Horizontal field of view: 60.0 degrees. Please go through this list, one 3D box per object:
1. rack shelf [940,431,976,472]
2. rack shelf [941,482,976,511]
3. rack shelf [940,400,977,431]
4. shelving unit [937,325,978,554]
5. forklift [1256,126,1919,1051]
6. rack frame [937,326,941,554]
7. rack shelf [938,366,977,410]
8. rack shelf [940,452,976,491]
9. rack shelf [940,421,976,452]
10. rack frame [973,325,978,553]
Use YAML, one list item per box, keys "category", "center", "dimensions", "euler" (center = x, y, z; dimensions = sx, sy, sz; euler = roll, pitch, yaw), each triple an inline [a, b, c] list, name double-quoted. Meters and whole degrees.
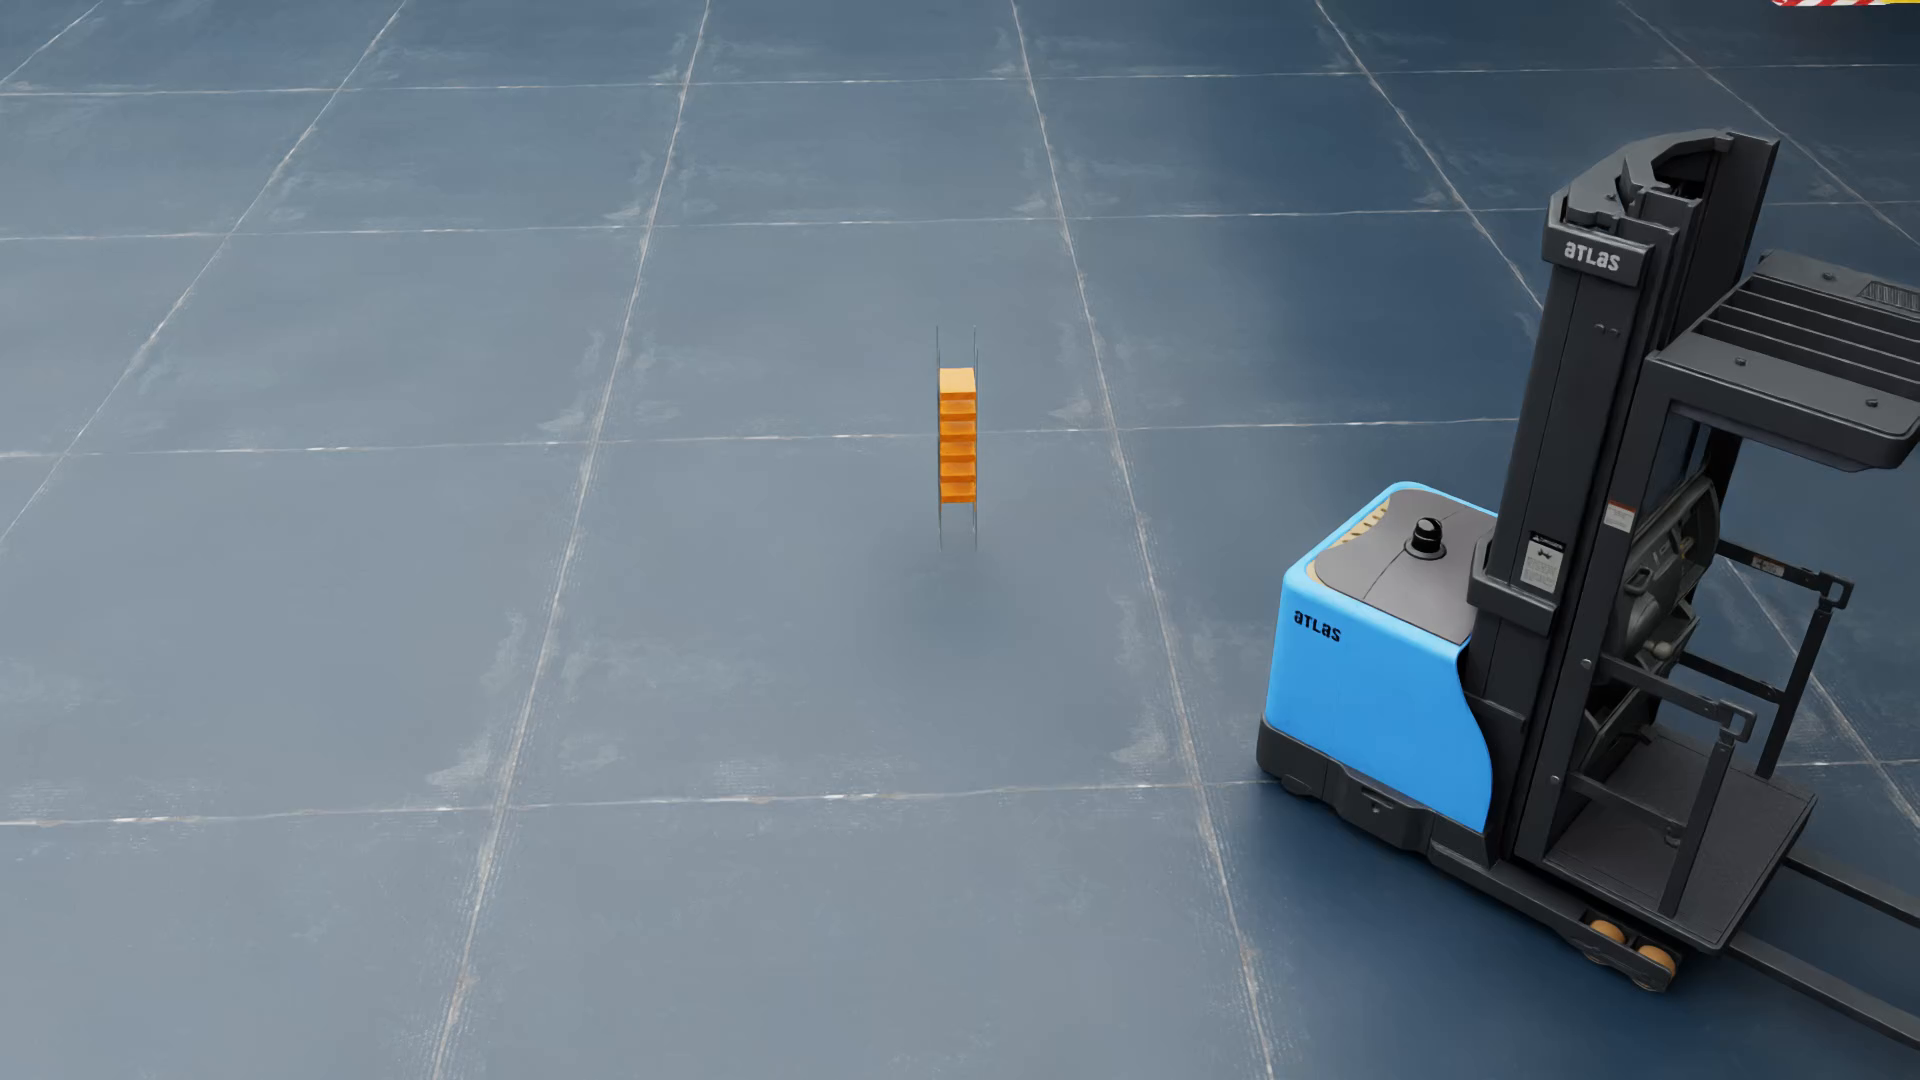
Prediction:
- category: "rack shelf"
  center: [-0.014, -0.456, 8.433]
  dimensions: [0.180, 0.103, 0.258]
  euler: [-2, 35, -2]
- category: "rack shelf"
  center: [-0.014, -0.259, 8.570]
  dimensions: [0.180, 0.103, 0.258]
  euler: [-2, 35, -2]
- category: "rack shelf"
  center: [-0.014, -0.654, 8.297]
  dimensions: [0.180, 0.103, 0.258]
  euler: [-2, 35, -2]
- category: "shelving unit"
  center: [-0.014, -0.493, 8.408]
  dimensions: [0.189, 1.200, 0.258]
  euler: [-2, 35, -2]
- category: "forklift"
  center: [2.730, 0.157, 5.948]
  dimensions: [3.031, 2.935, 1.130]
  euler: [27, 43, 33]
- category: "rack frame"
  center: [-0.106, -0.491, 8.404]
  dimensions: [0.006, 1.200, 0.240]
  euler: [-2, 35, -2]
- category: "rack shelf"
  center: [-0.014, -0.752, 8.228]
  dimensions: [0.180, 0.103, 0.258]
  euler: [-2, 35, -2]
- category: "rack shelf"
  center: [-0.014, -0.358, 8.502]
  dimensions: [0.180, 0.103, 0.258]
  euler: [-2, 35, -2]
- category: "rack shelf"
  center: [-0.014, -0.555, 8.365]
  dimensions: [0.180, 0.103, 0.258]
  euler: [-2, 35, -2]
- category: "rack frame"
  center: [0.077, -0.495, 8.412]
  dimensions: [0.006, 1.200, 0.240]
  euler: [-2, 35, -2]
